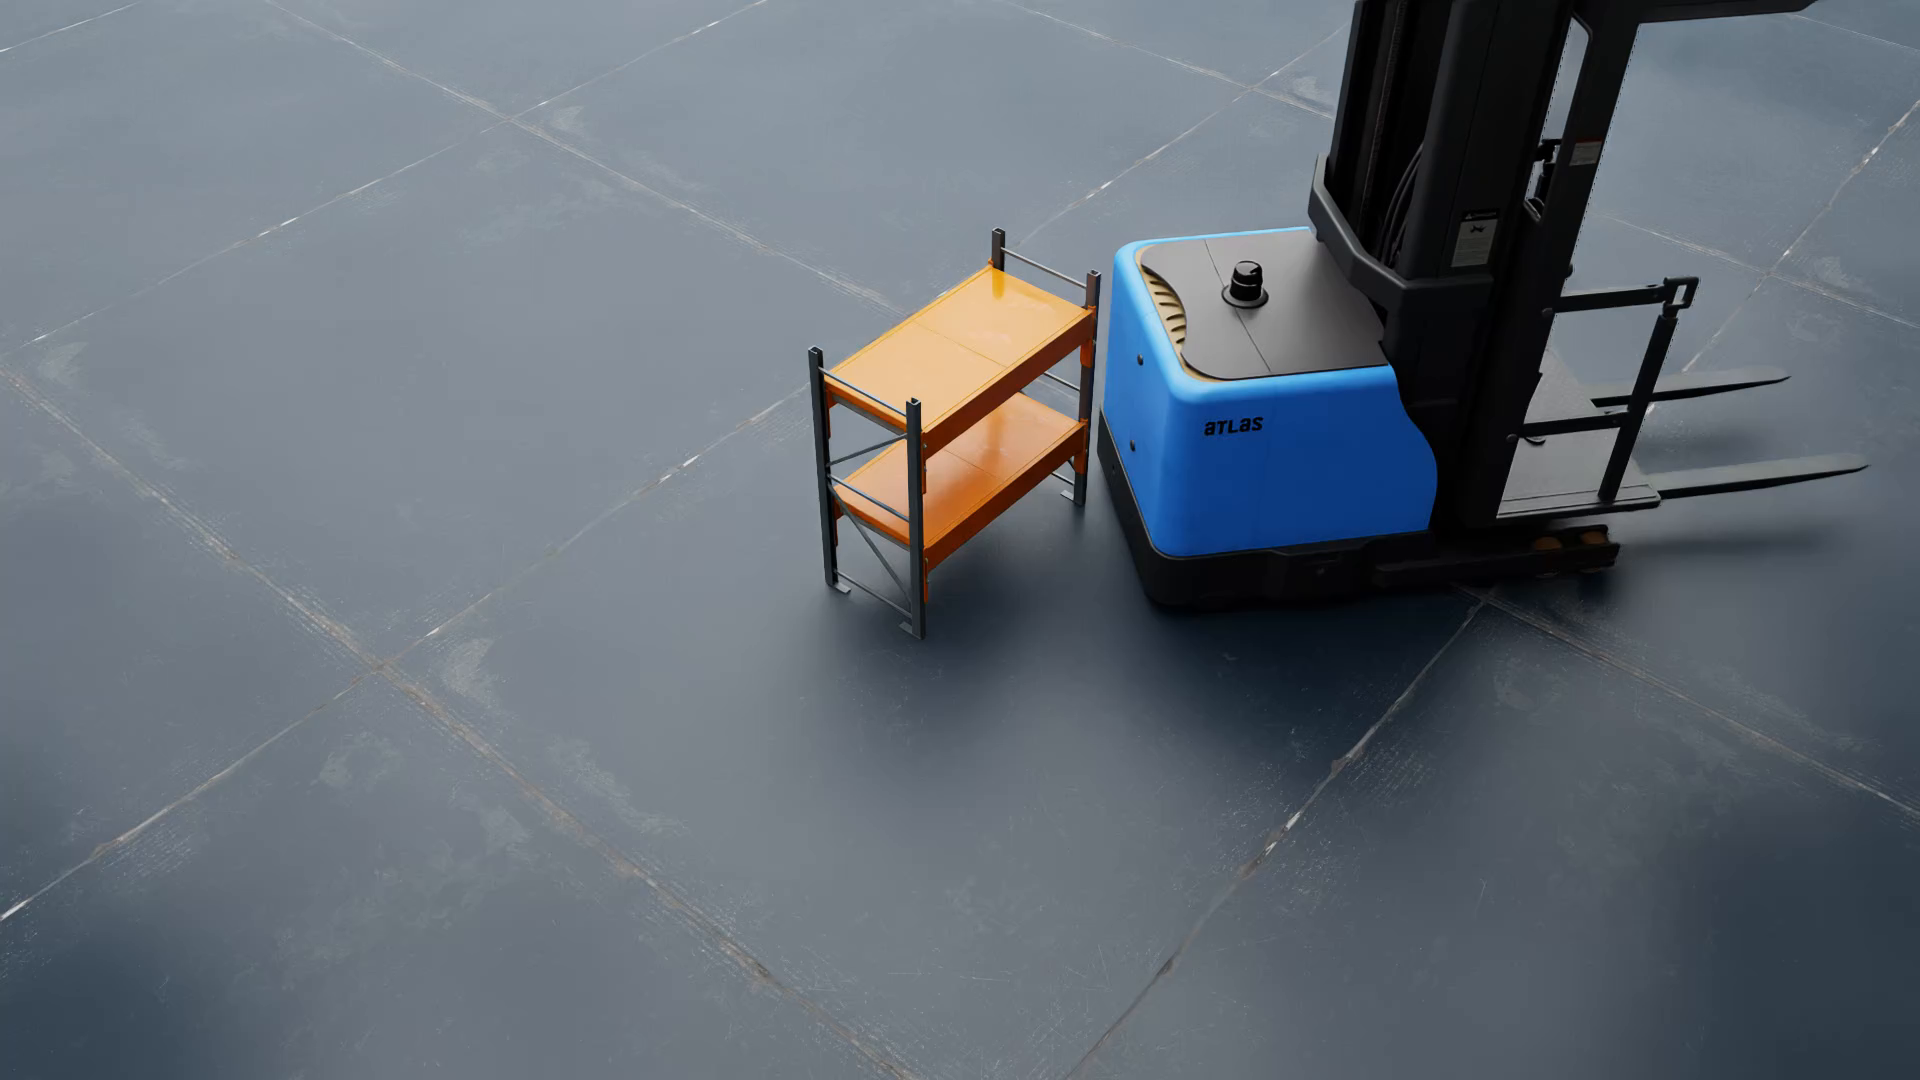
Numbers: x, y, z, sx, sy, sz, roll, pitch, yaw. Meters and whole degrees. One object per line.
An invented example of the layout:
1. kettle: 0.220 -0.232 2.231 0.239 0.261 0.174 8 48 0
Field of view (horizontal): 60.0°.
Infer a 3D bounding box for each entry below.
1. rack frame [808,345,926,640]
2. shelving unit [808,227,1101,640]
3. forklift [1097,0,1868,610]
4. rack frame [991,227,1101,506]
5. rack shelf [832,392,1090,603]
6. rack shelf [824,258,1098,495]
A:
1. rack frame: -0.332 -0.151 6.080 0.500 1.125 0.032 29 50 28
2. shelving unit: -0.004 -0.413 6.368 0.538 1.125 1.048 29 50 28
3. forklift: 2.144 -1.281 5.980 3.031 2.935 1.130 -6 43 -7
4. rack frame: 0.323 -0.674 6.656 0.500 1.125 0.032 29 50 28
5. rack shelf: -0.004 -0.232 6.532 0.538 0.278 1.000 29 50 28
6. rack shelf: -0.004 -0.629 6.171 0.538 0.278 1.000 29 50 28
